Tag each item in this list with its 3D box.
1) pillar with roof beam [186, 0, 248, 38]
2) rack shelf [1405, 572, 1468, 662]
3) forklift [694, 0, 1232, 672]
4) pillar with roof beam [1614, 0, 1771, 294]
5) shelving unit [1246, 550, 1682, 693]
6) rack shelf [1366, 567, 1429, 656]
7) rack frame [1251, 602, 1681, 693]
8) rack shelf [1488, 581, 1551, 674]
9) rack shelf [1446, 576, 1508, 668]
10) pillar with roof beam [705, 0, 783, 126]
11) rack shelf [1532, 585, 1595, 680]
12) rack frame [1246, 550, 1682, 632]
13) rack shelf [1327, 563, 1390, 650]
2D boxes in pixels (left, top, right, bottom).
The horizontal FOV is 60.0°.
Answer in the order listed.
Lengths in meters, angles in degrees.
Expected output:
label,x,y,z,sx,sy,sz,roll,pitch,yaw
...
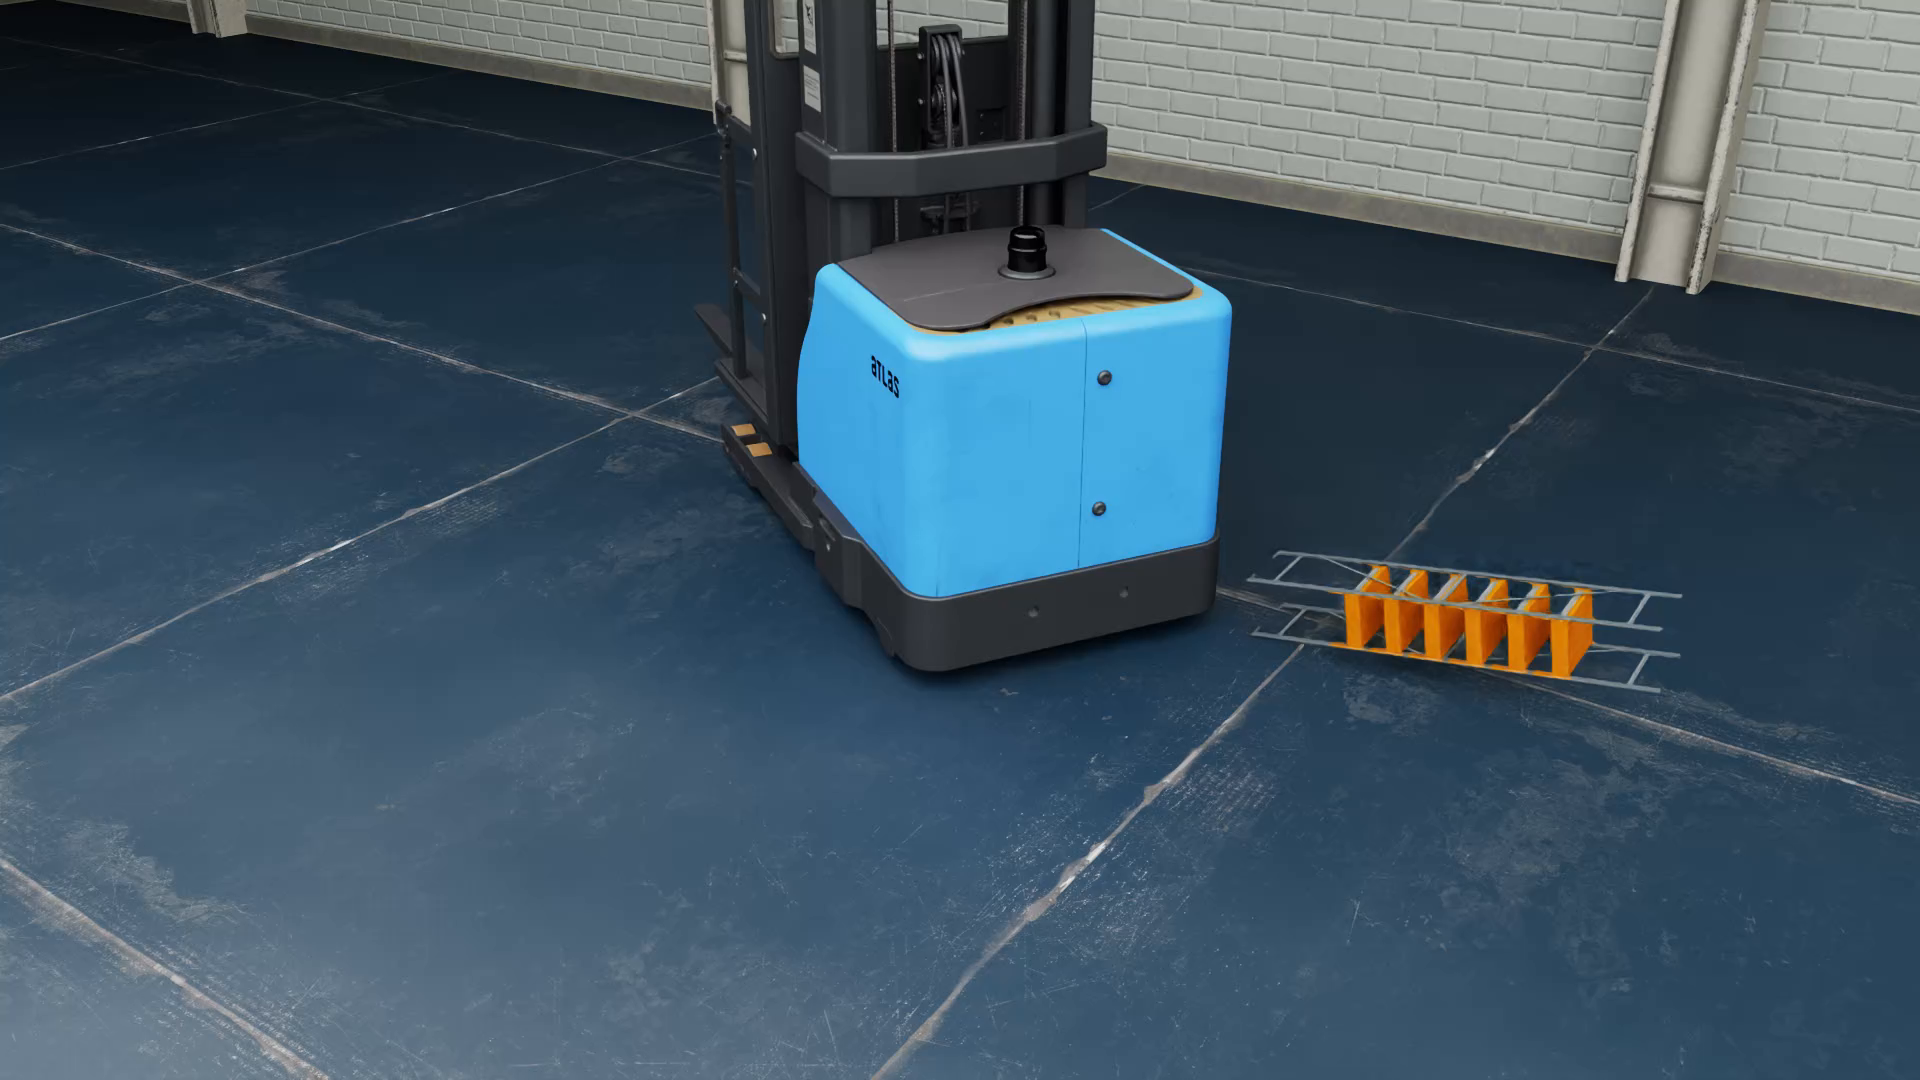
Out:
label,x,y,z,sx,sy,sz,roll,pitch,yaw
pillar with roof beam,-8.815,-6.785,9.161,0.400,9.000,9.100,17,32,30
rack shelf,1.410,0.218,4.895,0.103,0.180,0.258,7,26,35
forklift,-0.250,-1.567,5.598,1.130,2.935,3.031,-11,29,-21
pillar with roof beam,1.077,-3.704,3.106,0.400,9.000,9.100,17,32,30
shelving unit,1.446,0.222,4.869,1.200,0.189,0.258,7,26,35
rack shelf,1.312,0.206,4.963,0.103,0.180,0.258,7,26,35
rack frame,1.459,0.307,4.902,1.200,0.006,0.240,7,26,35
rack shelf,1.606,0.242,4.757,0.103,0.180,0.258,7,26,35
rack shelf,1.508,0.230,4.826,0.103,0.180,0.258,7,26,35
pillar with roof beam,-3.869,-5.245,6.134,0.400,9.000,9.100,17,32,30
rack shelf,1.703,0.253,4.689,0.103,0.180,0.258,7,26,35
rack frame,1.433,0.138,4.836,1.200,0.006,0.240,7,26,35
rack shelf,1.215,0.195,5.032,0.103,0.180,0.258,7,26,35
